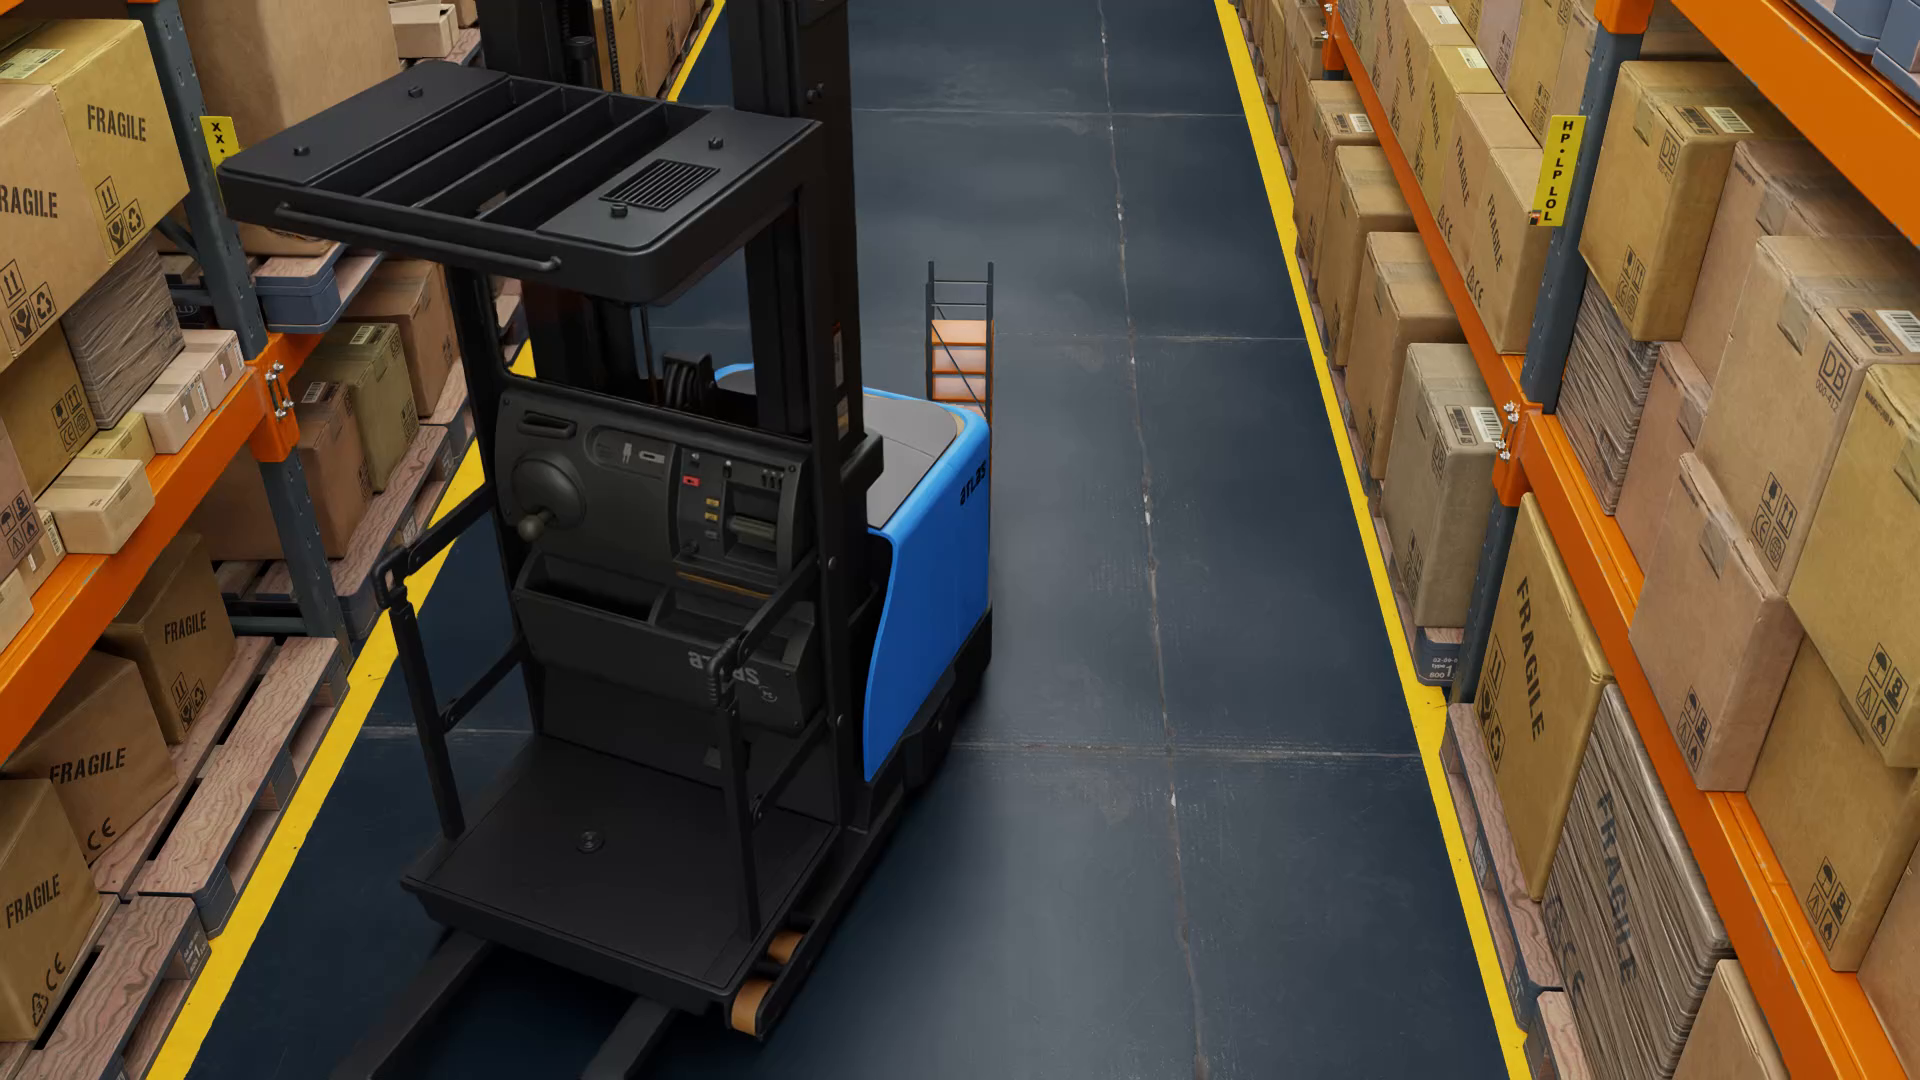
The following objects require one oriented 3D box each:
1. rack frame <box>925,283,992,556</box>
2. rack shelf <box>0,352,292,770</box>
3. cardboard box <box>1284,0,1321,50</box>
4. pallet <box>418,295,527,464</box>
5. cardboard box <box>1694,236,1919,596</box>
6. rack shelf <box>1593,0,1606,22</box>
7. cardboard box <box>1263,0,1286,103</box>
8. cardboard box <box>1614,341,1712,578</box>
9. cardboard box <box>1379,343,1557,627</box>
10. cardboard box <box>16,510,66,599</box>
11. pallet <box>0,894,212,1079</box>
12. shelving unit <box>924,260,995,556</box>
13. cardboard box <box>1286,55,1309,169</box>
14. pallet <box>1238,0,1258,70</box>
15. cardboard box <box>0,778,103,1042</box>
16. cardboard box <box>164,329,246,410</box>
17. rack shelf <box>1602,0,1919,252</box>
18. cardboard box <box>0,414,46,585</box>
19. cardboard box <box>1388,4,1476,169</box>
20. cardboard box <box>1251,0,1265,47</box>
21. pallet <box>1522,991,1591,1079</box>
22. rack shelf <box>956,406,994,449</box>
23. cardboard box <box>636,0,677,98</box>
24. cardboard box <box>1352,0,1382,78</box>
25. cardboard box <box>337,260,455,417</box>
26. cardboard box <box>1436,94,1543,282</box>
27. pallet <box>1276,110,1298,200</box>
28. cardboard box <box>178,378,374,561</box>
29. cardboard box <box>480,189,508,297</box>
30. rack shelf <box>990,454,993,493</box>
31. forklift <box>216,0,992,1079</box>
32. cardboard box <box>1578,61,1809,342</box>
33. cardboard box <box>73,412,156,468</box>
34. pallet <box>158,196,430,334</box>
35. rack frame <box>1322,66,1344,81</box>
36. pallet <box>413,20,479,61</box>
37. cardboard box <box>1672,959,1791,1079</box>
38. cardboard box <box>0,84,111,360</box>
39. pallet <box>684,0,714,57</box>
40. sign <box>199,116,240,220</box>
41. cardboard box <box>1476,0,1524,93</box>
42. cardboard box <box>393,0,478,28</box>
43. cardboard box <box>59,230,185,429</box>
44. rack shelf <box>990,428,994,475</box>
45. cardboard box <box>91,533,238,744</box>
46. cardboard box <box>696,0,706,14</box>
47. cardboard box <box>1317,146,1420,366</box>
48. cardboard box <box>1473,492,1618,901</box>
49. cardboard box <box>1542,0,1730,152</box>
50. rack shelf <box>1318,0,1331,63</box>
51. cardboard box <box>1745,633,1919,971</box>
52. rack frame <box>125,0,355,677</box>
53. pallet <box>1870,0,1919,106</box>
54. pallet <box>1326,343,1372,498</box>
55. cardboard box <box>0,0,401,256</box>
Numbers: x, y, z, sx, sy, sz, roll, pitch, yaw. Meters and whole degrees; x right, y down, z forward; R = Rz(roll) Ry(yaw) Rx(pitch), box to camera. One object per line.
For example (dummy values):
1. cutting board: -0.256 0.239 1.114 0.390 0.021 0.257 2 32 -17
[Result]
1. rack frame: -0.004 -0.430 6.318 0.240 1.200 0.006 1 35 2
2. rack shelf: -2.807 0.684 3.794 1.077 0.370 4.000 1 35 2
3. cardboard box: 2.161 -3.030 9.610 0.500 0.250 0.500 2 35 3
4. pallet: -2.651 -0.769 7.660 1.003 0.211 1.213 1 35 2
5. cardboard box: 2.111 -0.253 3.432 0.875 0.550 0.550 1 35 2
6. rack shelf: 2.306 -2.669 5.956 1.077 0.370 4.000 1 35 2
7. cardboard box: 2.181 -3.021 10.248 0.500 0.500 0.500 0 35 0
8. cardboard box: 2.223 -0.120 4.181 0.875 0.550 0.550 1 35 2
9. cardboard box: 2.160 -0.197 6.013 1.050 0.750 0.750 1 35 2
10. cardboard box: -2.572 0.046 4.295 0.380 0.149 0.250 1 35 2
11. pallet: -2.765 1.471 4.474 1.003 0.211 1.213 1 35 2
12. shelving unit: -0.001 -0.483 6.393 0.258 1.200 0.189 1 35 2
13. cardboard box: 2.151 -2.418 9.391 0.500 0.500 0.500 1 35 2
14. pallet: 2.517 -3.595 11.682 1.003 0.211 1.213 1 35 2
15. cardboard box: -2.745 1.008 4.516 0.500 0.500 0.500 -2 35 -2
16. cardboard box: -2.442 -0.527 5.109 0.380 0.149 0.250 1 35 2
17. rack shelf: 2.145 -0.371 2.686 1.077 0.370 4.000 1 35 2
18. cardboard box: -2.781 -0.089 3.922 0.875 0.500 0.500 1 35 2
19. cardboard box: 2.038 -1.806 6.624 0.500 0.500 0.500 1 35 1
20. cardboard box: 2.232 -3.610 11.087 0.500 0.500 0.500 3 35 4
21. pallet: 2.070 1.692 4.159 1.003 0.211 1.213 1 35 2
22. rack shelf: -0.001 -0.446 6.419 0.258 0.103 0.180 1 35 2
23. cardboard box: -2.474 -3.268 10.274 1.225 0.875 0.875 1 35 2
24. cardboard box: 2.080 -2.382 7.444 0.500 0.500 0.500 1 35 1
25. cardboard box: -2.621 -0.864 7.162 0.700 0.500 0.500 -2 35 -2
26. cardboard box: 1.999 -1.224 5.796 0.500 0.500 0.500 1 35 1
27. pallet: 2.419 -2.193 9.687 1.003 0.211 1.213 1 35 2
28. cardboard box: -2.681 -0.269 6.316 0.700 0.500 0.500 -1 35 -2
29. cardboard box: -2.582 -1.511 8.082 0.700 0.500 0.500 -1 35 -2
30. rack shelf: -0.001 -0.250 6.557 0.258 0.103 0.180 1 35 2
31. forklift: -0.928 -0.069 4.300 1.130 2.935 3.031 14 37 19
32. cardboard box: 2.176 -0.879 4.323 0.875 0.550 0.550 1 35 2
33. cardboard box: -2.531 -0.241 4.703 0.380 0.149 0.250 1 35 2
34. pallet: -2.551 -1.117 5.897 1.003 0.211 1.213 1 35 2
35. rack frame: 2.386 -2.885 8.247 1.000 3.000 0.127 1 35 2
36. pallet: -2.488 -2.567 7.961 1.213 0.211 1.003 1 35 2
37. cardboard box: 2.059 1.512 3.473 0.875 0.875 0.875 1 35 1
38. cardboard box: -2.489 -0.779 4.035 0.500 0.500 0.500 1 35 2
39. pallet: -2.361 -3.770 11.931 1.003 0.211 1.213 1 35 2
40. sign: -2.184 -1.106 4.962 0.100 0.325 0.005 1 35 2
41. cardboard box: 2.279 -1.908 5.900 0.700 0.500 0.500 2 35 2
42. cardboard box: -2.470 -2.636 7.440 0.700 0.500 0.500 6 36 9
43. cardboard box: -2.807 -0.665 4.742 0.875 0.500 0.500 1 35 2
44. rack shelf: -0.001 -0.348 6.488 0.258 0.103 0.180 1 35 2
45. cardboard box: -2.783 0.320 5.495 0.500 0.500 0.500 0 35 0
46. cardboard box: -2.411 -4.290 11.729 1.225 0.875 0.875 1 35 2
47. cardboard box: 2.240 -1.286 7.563 1.050 0.750 0.750 2 35 3
48. cardboard box: 2.130 0.470 4.955 0.875 0.875 0.875 2 35 3
49. cardboard box: 2.239 -1.322 5.066 0.700 0.500 0.500 1 35 1
50. rack shelf: 2.466 -3.740 10.088 1.077 0.370 4.000 1 35 2
51. cardboard box: 2.162 0.495 3.307 0.875 0.550 0.500 1 35 2
52. rack frame: -2.727 -0.760 5.222 1.000 3.000 0.127 1 35 2
53. pallet: 2.130 -0.609 2.476 1.003 0.211 1.213 1 35 2
54. pallet: 2.227 -0.594 7.412 1.003 0.211 1.213 1 35 2
55. cardboard box: -2.555 -1.630 5.574 1.000 1.000 1.000 2 35 2
